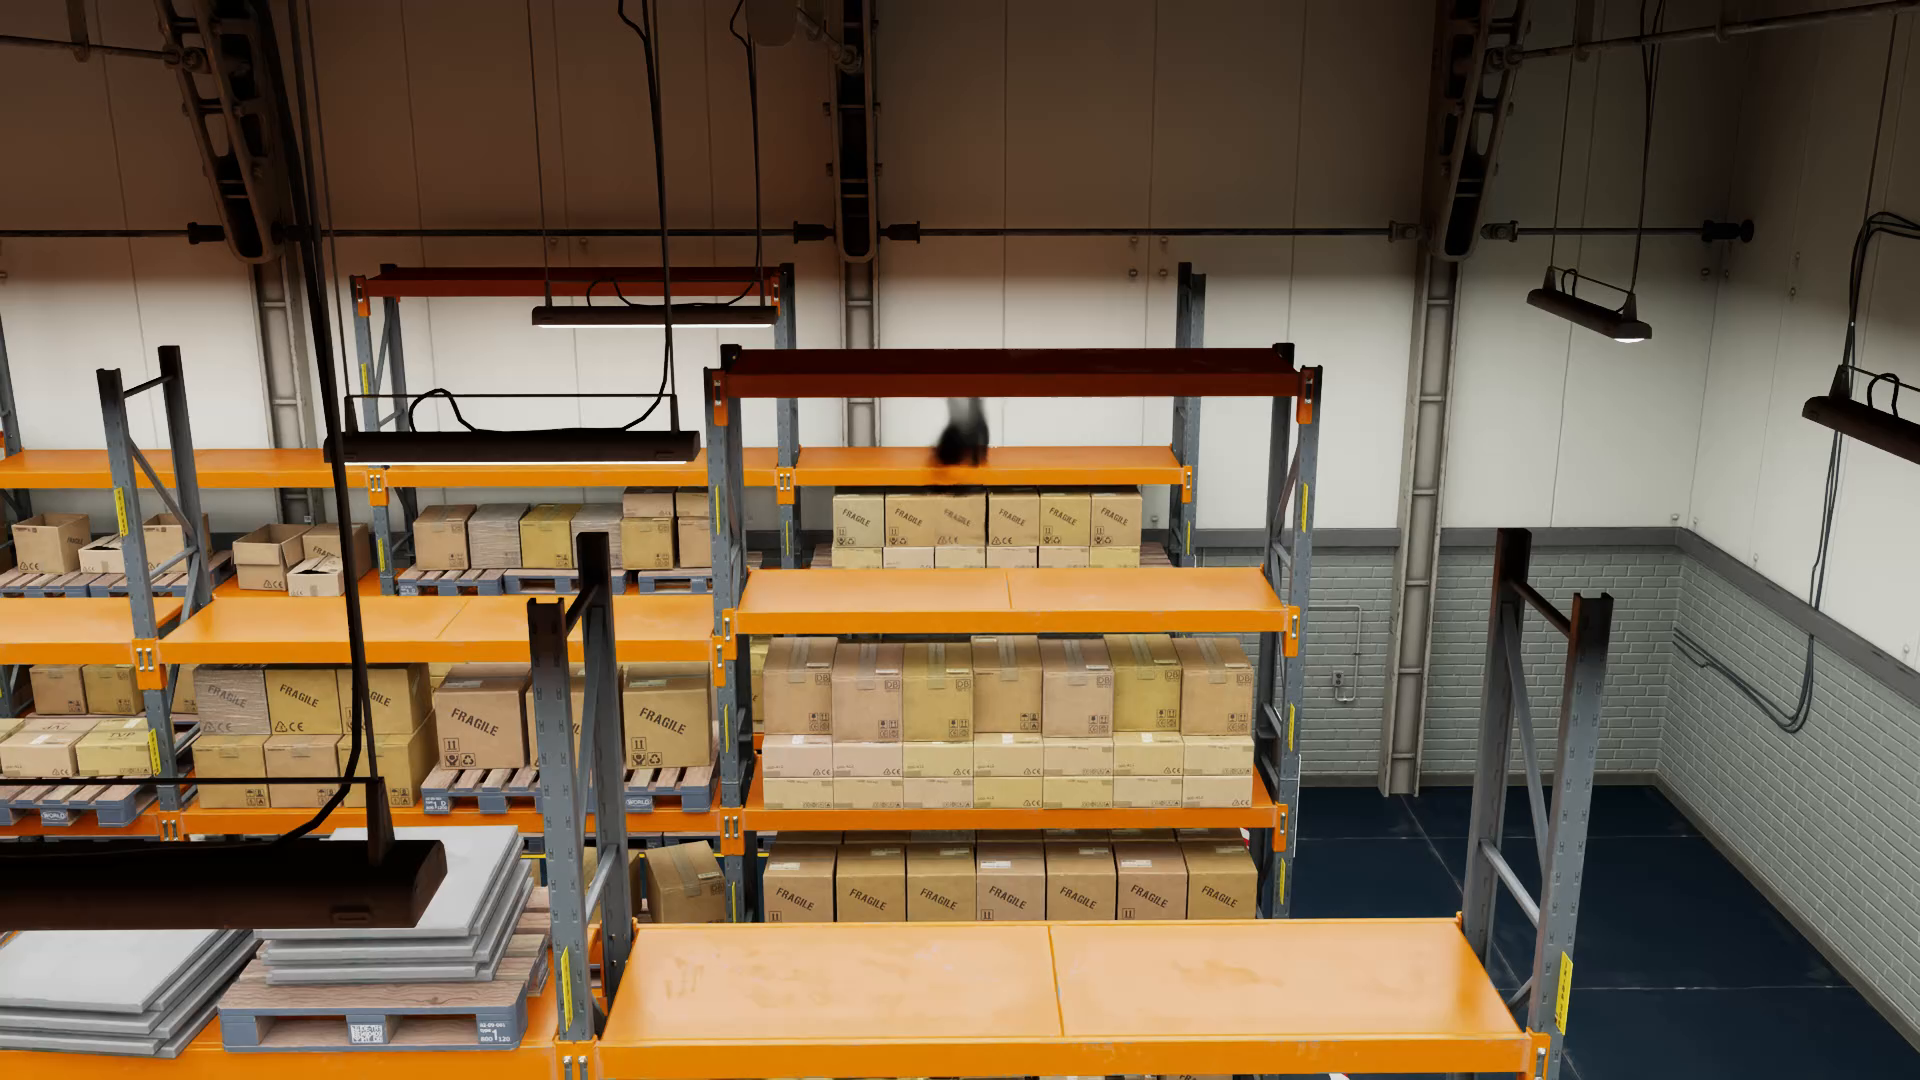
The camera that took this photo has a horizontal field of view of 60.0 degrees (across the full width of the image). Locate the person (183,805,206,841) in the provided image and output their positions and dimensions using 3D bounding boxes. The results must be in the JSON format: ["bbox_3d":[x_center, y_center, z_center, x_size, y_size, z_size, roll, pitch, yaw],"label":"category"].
[{"bbox_3d":[-6.884,3.136,15.039,0.592,1.628,0.771,15,22,42],"label":"person"}]
